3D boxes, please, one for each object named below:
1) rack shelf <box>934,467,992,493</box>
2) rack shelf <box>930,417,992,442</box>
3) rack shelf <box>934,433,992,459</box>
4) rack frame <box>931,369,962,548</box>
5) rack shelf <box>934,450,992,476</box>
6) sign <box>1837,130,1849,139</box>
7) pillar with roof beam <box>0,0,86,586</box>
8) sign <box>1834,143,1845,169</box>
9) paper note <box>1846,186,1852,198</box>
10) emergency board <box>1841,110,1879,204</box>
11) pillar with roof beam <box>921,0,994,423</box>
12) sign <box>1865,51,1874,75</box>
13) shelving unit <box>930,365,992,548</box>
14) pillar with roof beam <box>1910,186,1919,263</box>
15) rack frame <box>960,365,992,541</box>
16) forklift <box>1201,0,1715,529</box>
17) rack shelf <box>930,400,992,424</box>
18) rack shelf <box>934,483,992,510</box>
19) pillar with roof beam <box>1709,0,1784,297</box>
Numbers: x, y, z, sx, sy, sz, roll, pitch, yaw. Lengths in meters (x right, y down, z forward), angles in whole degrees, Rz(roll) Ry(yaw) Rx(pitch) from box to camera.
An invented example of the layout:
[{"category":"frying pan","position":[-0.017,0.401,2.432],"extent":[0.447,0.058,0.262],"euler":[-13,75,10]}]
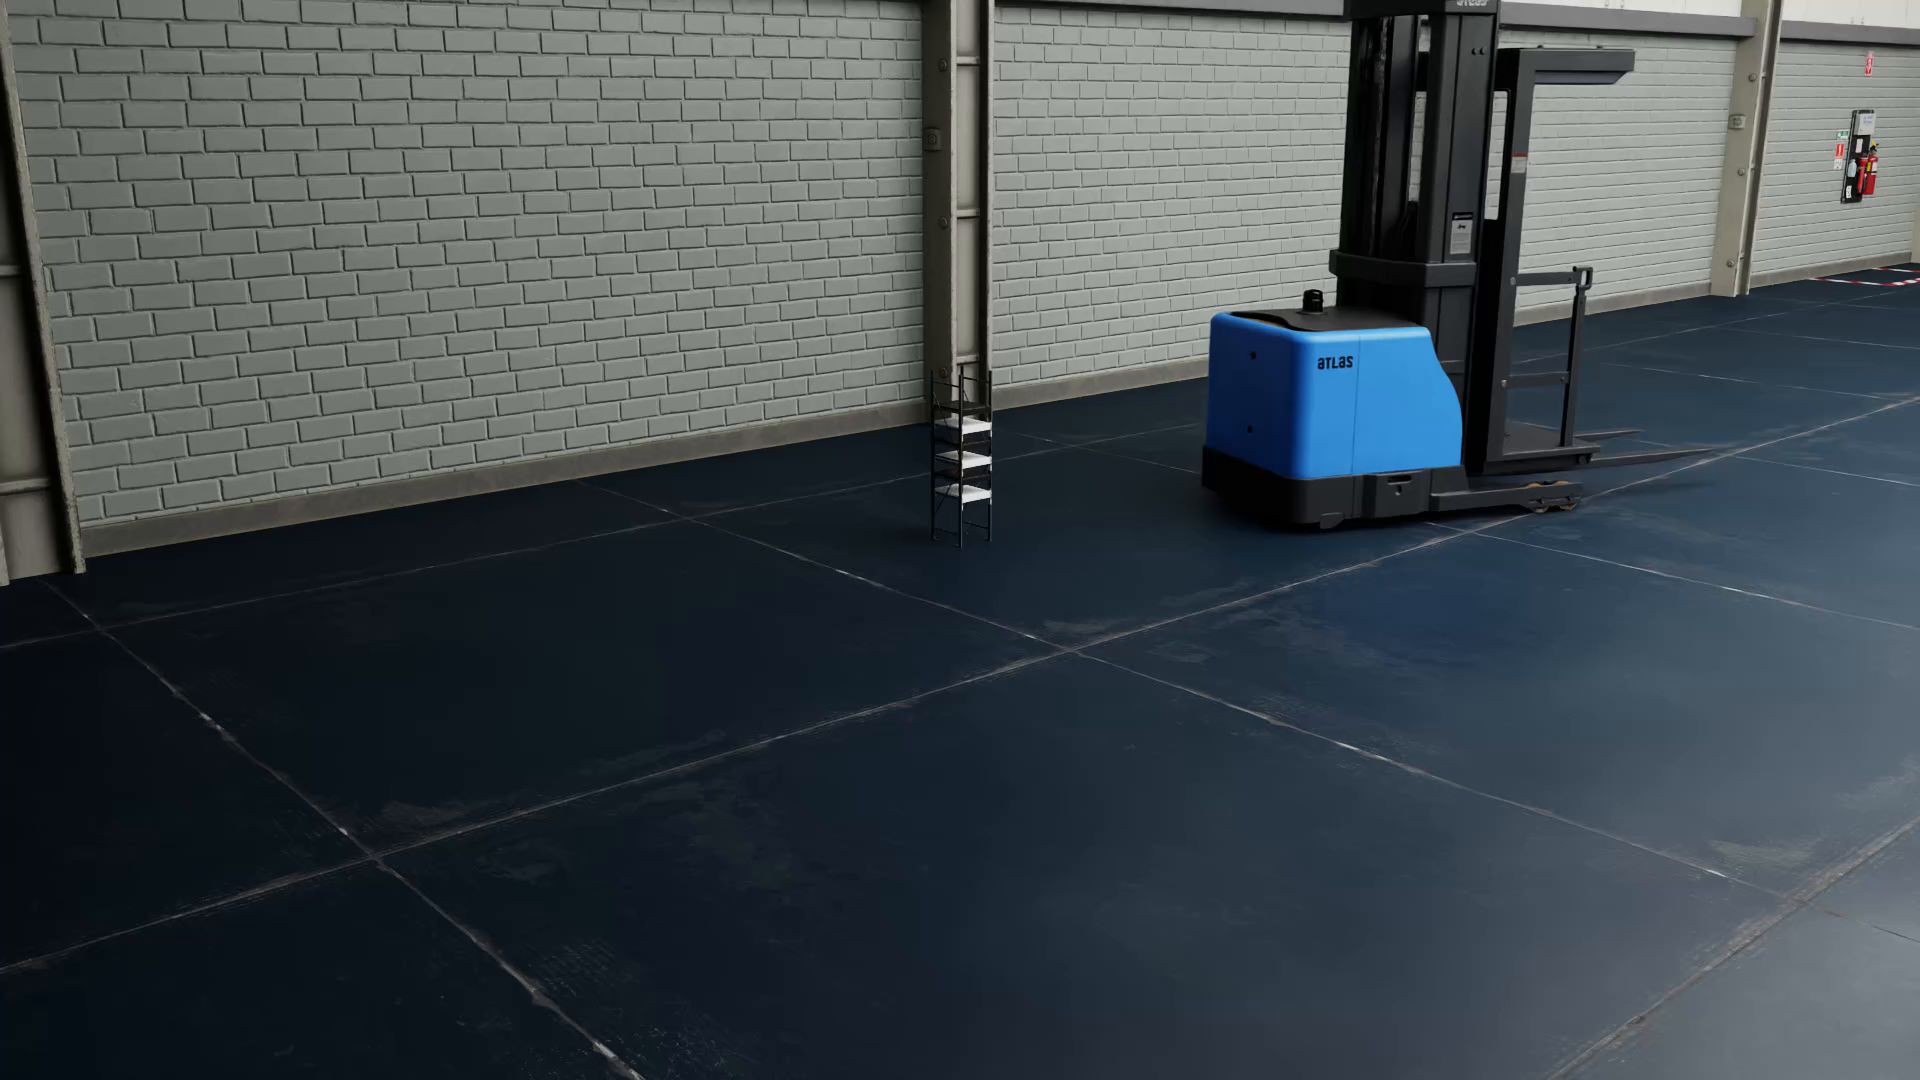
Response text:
[{"category":"rack shelf","position":[0.006,-0.317,8.671],"extent":[0.200,0.077,0.258],"euler":[-13,20,-39]},{"category":"rack shelf","position":[0.006,-0.578,8.601],"extent":[0.200,0.077,0.258],"euler":[-13,20,-39]},{"category":"rack shelf","position":[0.006,-0.491,8.624],"extent":[0.200,0.077,0.258],"euler":[-13,20,-39]},{"category":"rack frame","position":[-0.071,-0.419,8.575],"extent":[0.006,0.900,0.240],"euler":[-13,20,-39]},{"category":"rack shelf","position":[0.006,-0.404,8.648],"extent":[0.200,0.077,0.258],"euler":[-13,20,-39]},{"category":"sign","position":[11.200,-5.143,21.095],"extent":[0.331,0.109,0.001],"euler":[-13,19,-39]},{"category":"pillar with roof beam","position":[-1.714,-3.350,3.854],"extent":[0.400,9.000,9.100],"euler":[-13,19,-39]},{"category":"sign","position":[11.191,-4.888,21.167],"extent":[0.234,0.329,0.001],"euler":[-13,19,-39]},{"category":"paper note","position":[11.497,-4.502,21.499],"extent":[0.142,0.148,0.016],"euler":[-13,19,-39]},{"category":"emergency board","position":[11.676,-4.944,21.447],"extent":[0.643,1.169,0.194],"euler":[-13,19,-39]},{"category":"pillar with roof beam","position":[2.812,-4.366,7.659],"extent":[0.400,9.000,9.100],"euler":[-13,19,-39]},{"category":"sign","position":[11.604,-6.082,21.215],"extent":[0.199,0.298,0.001],"euler":[-13,19,-39]},{"category":"shelving unit","position":[0.006,-0.436,8.639],"extent":[0.210,0.900,0.258],"euler":[-13,20,-39]},{"category":"pillar with roof beam","position":[16.391,-7.416,19.075],"extent":[0.400,9.000,9.100],"euler":[-13,19,-39]},{"category":"rack frame","position":[0.083,-0.453,8.703],"extent":[0.006,0.900,0.240],"euler":[-13,20,-39]},{"category":"forklift","position":[2.974,-1.688,9.390],"extent":[3.031,2.935,1.130],"euler":[-5,16,-20]},{"category":"rack shelf","position":[0.006,-0.665,8.578],"extent":[0.200,0.077,0.258],"euler":[-13,20,-39]},{"category":"rack shelf","position":[0.006,-0.230,8.694],"extent":[0.200,0.077,0.258],"euler":[-13,20,-39]},{"category":"pillar with roof beam","position":[11.865,-6.399,15.269],"extent":[0.400,9.000,9.100],"euler":[-13,19,-39]}]
